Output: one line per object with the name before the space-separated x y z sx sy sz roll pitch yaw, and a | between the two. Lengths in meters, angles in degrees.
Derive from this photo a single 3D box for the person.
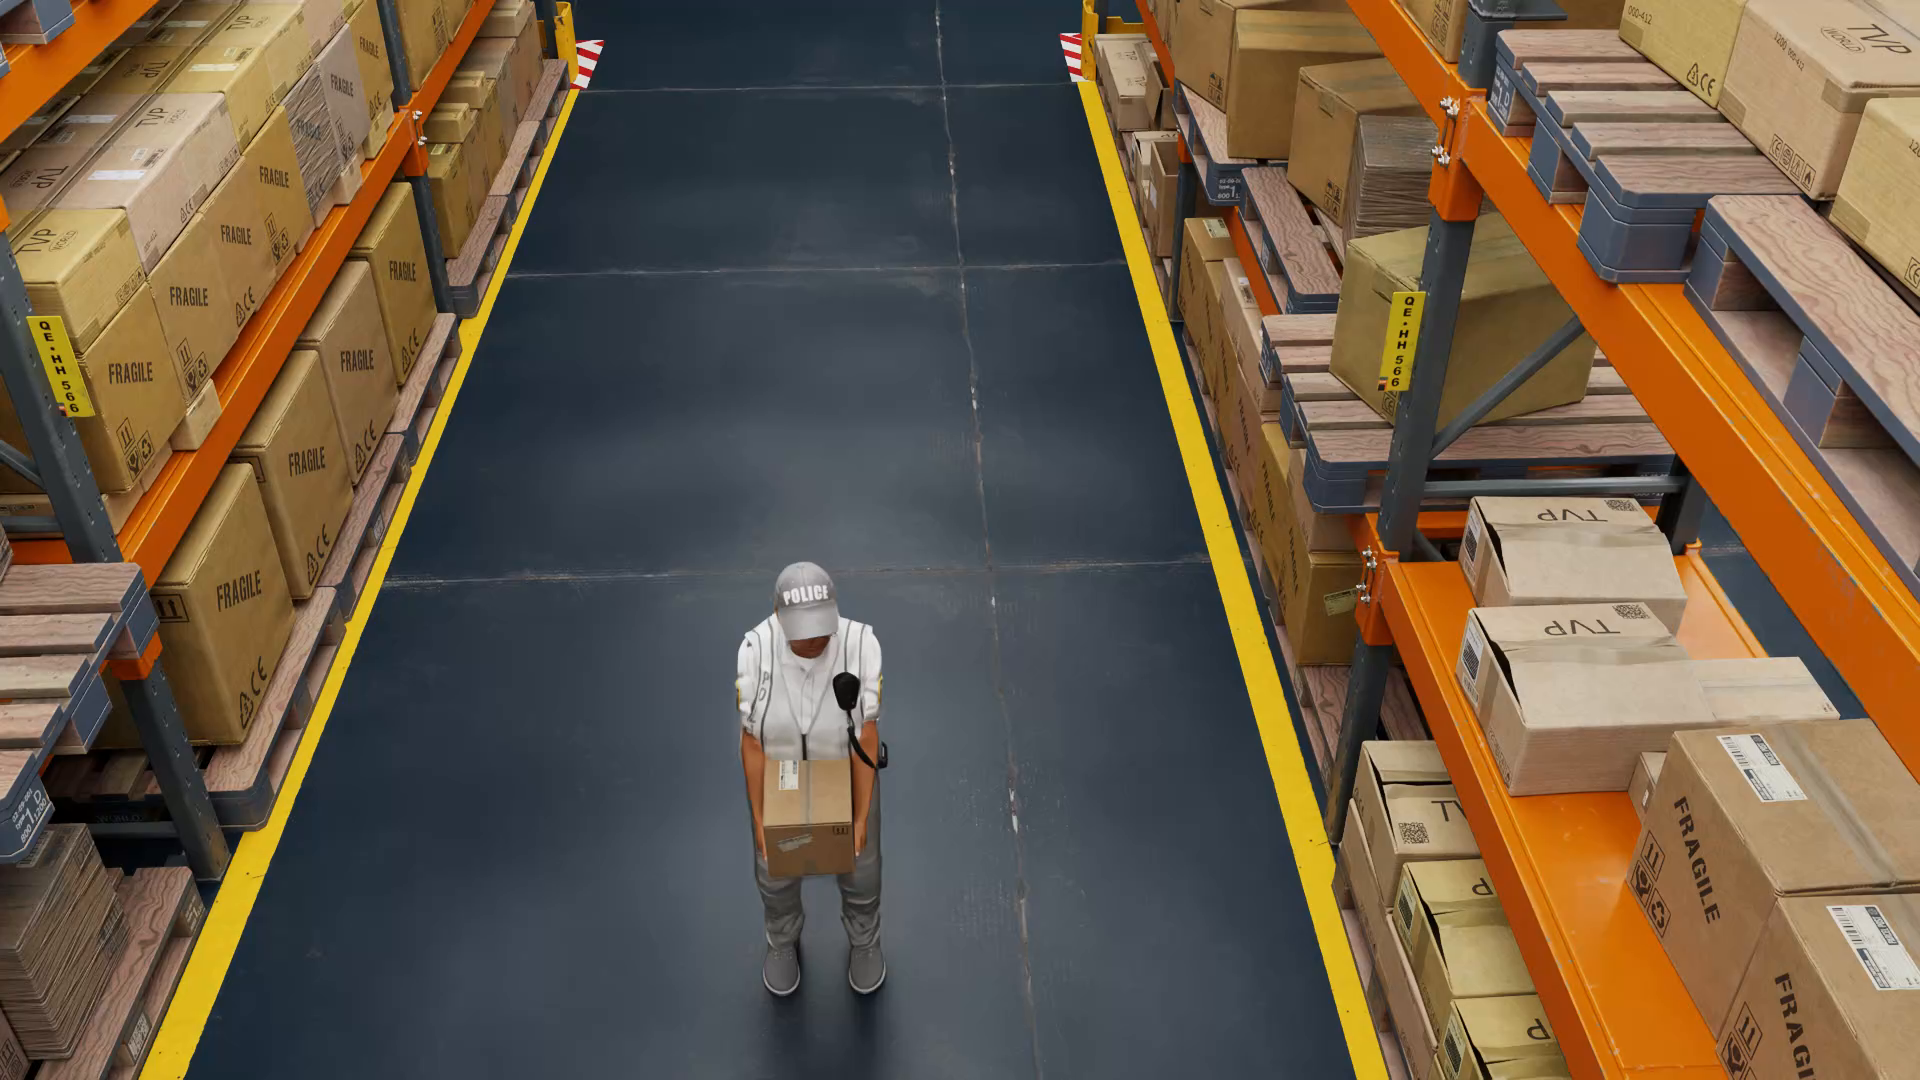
person | -0.441 0.776 5.066 0.452 1.660 0.539 -2 36 -3
